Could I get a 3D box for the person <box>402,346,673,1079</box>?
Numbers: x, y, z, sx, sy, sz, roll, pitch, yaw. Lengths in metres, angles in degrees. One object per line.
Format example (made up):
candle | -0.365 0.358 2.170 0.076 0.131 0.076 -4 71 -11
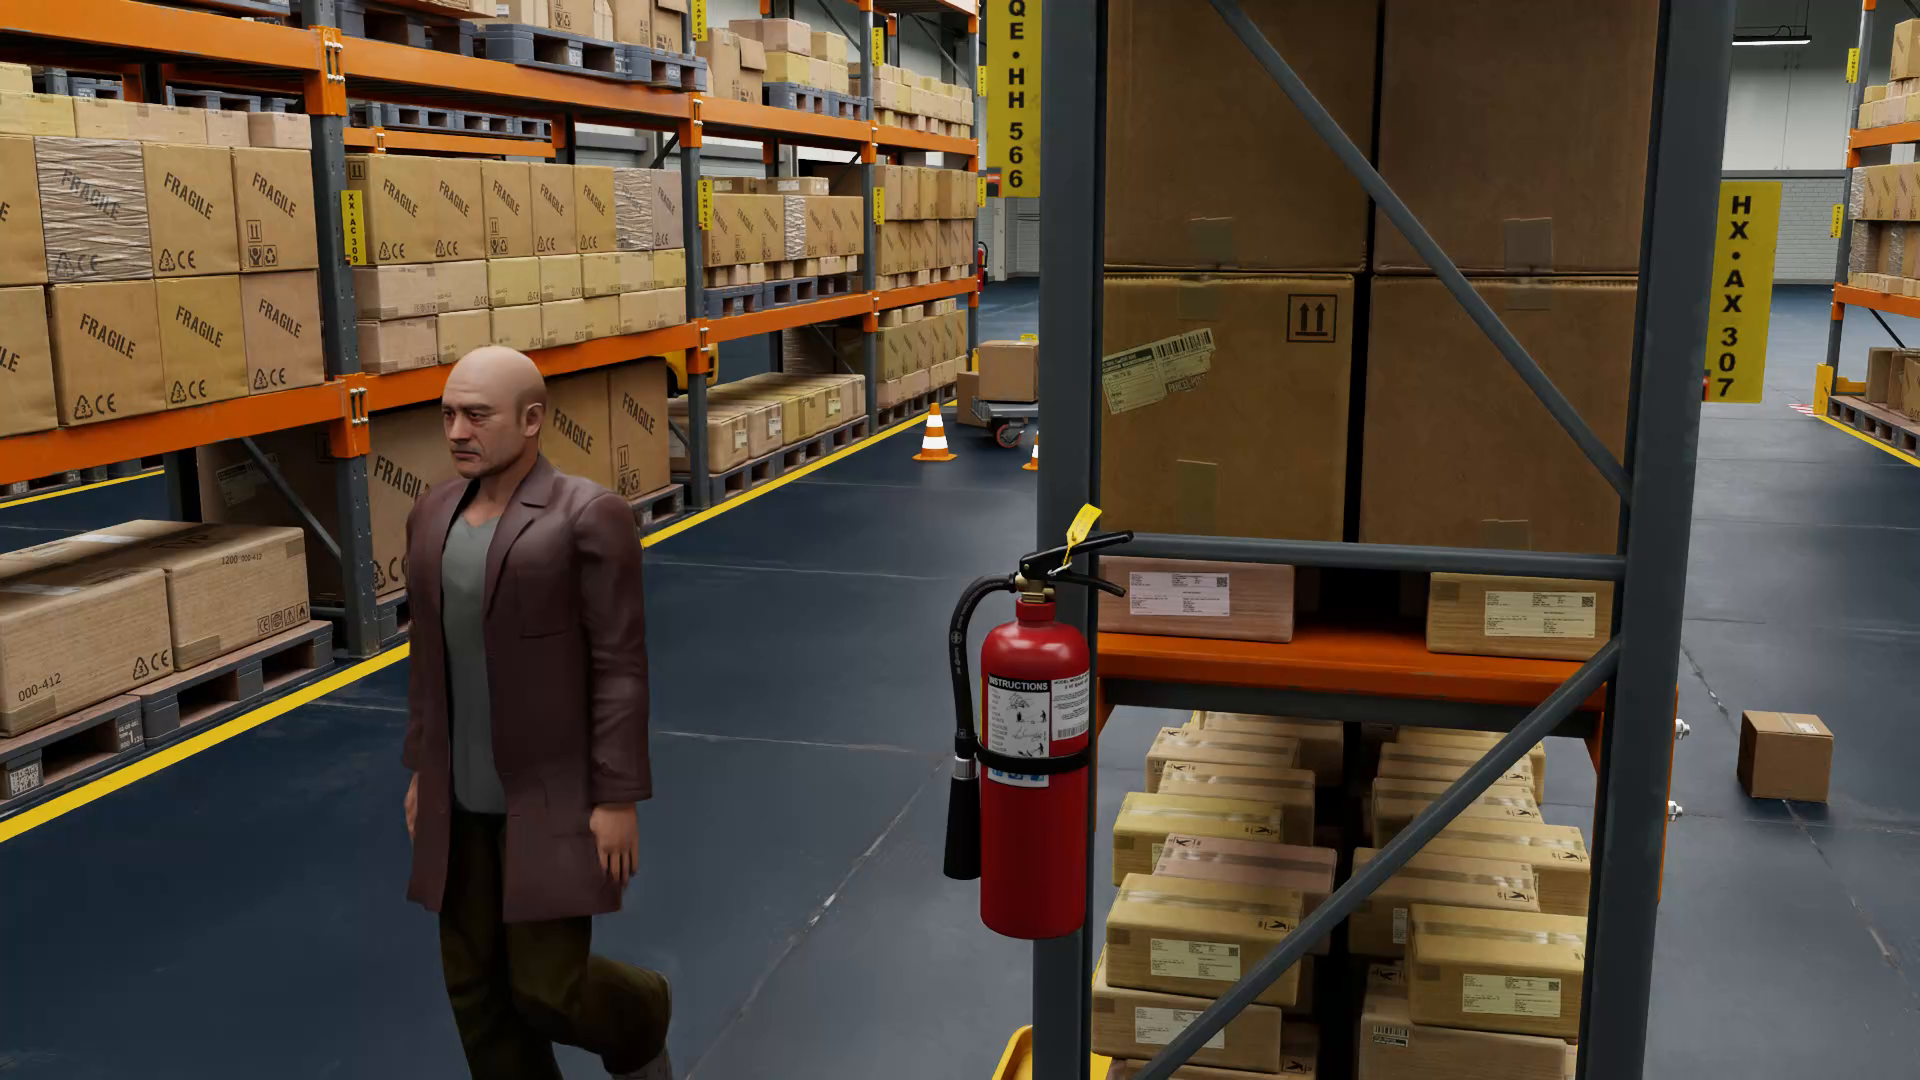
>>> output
person | -0.866 0.493 3.376 0.622 1.774 0.628 5 12 24
